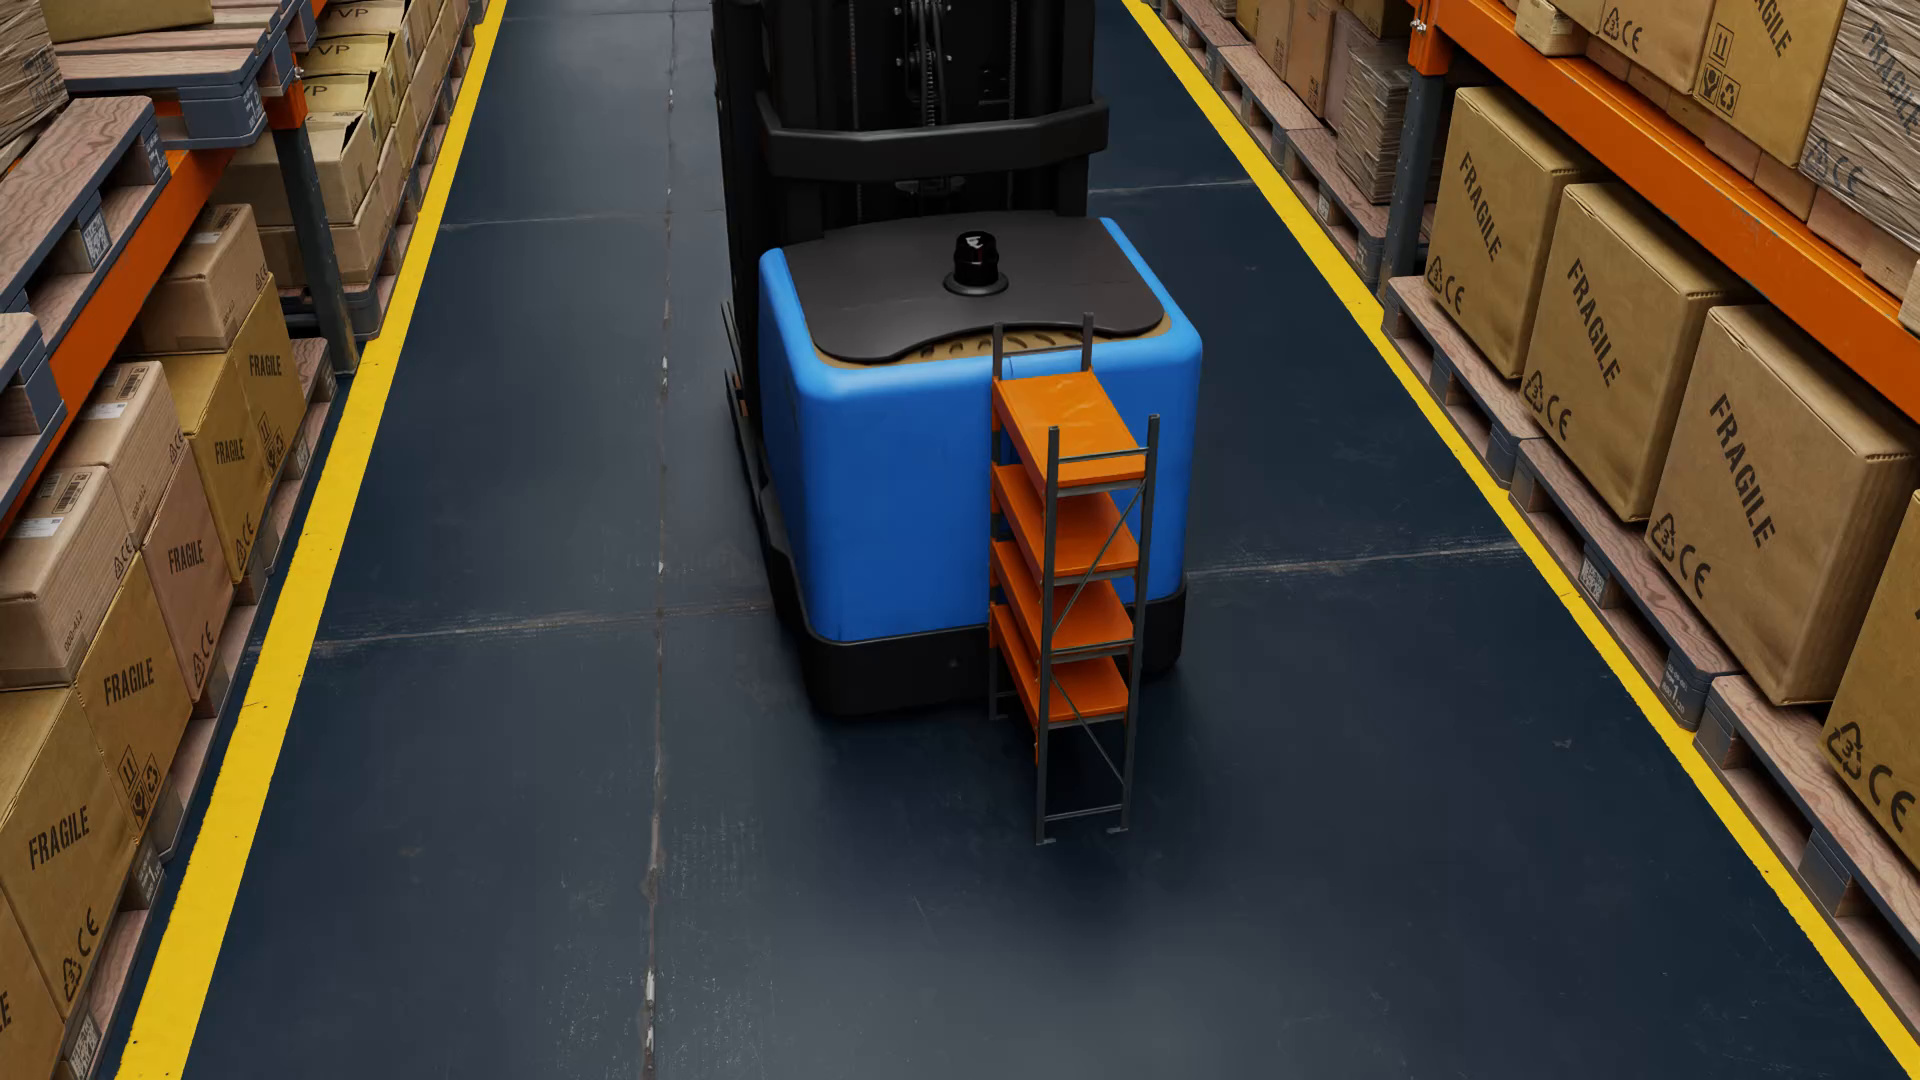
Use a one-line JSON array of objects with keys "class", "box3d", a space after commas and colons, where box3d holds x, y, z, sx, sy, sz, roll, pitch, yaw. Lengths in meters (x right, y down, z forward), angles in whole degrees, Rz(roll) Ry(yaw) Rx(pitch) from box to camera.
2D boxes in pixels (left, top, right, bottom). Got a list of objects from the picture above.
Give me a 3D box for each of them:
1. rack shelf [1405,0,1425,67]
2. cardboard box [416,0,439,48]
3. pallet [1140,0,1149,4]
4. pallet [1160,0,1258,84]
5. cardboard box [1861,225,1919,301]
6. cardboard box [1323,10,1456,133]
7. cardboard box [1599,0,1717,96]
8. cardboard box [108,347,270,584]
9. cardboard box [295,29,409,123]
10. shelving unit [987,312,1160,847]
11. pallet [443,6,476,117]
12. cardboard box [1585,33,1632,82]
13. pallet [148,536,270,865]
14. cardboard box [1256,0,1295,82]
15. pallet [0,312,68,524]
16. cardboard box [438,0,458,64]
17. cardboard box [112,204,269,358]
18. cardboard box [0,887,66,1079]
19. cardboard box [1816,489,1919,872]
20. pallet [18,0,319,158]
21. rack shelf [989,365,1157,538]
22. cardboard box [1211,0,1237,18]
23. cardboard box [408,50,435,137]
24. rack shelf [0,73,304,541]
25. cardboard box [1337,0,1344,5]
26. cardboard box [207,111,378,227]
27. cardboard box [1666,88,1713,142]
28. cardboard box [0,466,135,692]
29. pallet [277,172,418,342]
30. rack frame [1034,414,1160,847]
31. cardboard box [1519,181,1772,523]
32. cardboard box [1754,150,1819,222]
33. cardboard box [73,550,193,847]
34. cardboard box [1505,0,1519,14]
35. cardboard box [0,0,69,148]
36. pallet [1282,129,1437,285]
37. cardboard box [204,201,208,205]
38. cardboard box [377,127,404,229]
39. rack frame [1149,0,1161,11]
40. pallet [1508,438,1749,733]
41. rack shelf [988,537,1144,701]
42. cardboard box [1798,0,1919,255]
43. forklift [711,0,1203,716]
[{"class": "rack shelf", "box3d": [1.903, -3.035, 7.679, 1.077, 0.370, 4.000, -4, 35, -6]}, {"class": "cardboard box", "box3d": [-2.794, -2.567, 7.924, 0.500, 0.311, 0.500, -4, 35, -7]}, {"class": "pallet", "box3d": [1.509, -3.668, 10.445, 1.003, 0.211, 1.213, -4, 35, -6]}, {"class": "pallet", "box3d": [1.741, -2.862, 9.262, 1.003, 0.211, 1.213, -4, 35, -6]}, {"class": "cardboard box", "box3d": [2.276, -0.627, 3.712, 0.380, 0.149, 0.250, -4, 35, -6]}, {"class": "cardboard box", "box3d": [2.070, -2.059, 7.437, 0.700, 0.500, 0.500, -4, 35, -6]}, {"class": "cardboard box", "box3d": [2.111, -1.528, 4.458, 0.500, 0.500, 0.500, -5, 35, -7]}, {"class": "cardboard box", "box3d": [-2.308, -0.195, 4.701, 0.500, 0.500, 0.500, -6, 35, -8]}, {"class": "cardboard box", "box3d": [-2.661, -2.000, 7.091, 0.500, 0.311, 0.500, -5, 35, -8]}, {"class": "shelving unit", "box3d": [0.249, 0.114, 4.018, 0.258, 1.200, 0.503, -7, 35, -11]}, {"class": "pallet", "box3d": [-3.136, -2.511, 8.746, 1.003, 0.211, 1.213, -4, 35, -6]}, {"class": "cardboard box", "box3d": [2.120, -1.492, 4.982, 0.380, 0.149, 0.250, -5, 35, -7]}, {"class": "pallet", "box3d": [-2.512, 0.412, 4.458, 1.003, 0.211, 1.213, -4, 35, -6]}, {"class": "cardboard box", "box3d": [1.898, -2.615, 8.253, 0.700, 0.500, 0.500, -4, 34, -6]}, {"class": "pallet", "box3d": [-2.197, 0.018, 2.730, 1.003, 0.211, 1.213, -4, 35, -6]}, {"class": "cardboard box", "box3d": [-2.865, -2.616, 8.494, 0.500, 0.250, 0.500, -5, 35, -7]}, {"class": "cardboard box", "box3d": [-2.366, -0.762, 4.868, 0.500, 0.250, 0.500, -3, 34, -5]}, {"class": "cardboard box", "box3d": [-2.022, 0.956, 3.013, 0.500, 0.500, 0.500, -6, 35, -9]}, {"class": "cardboard box", "box3d": [2.494, 0.378, 3.568, 0.750, 0.750, 0.750, -4, 34, -6]}, {"class": "pallet", "box3d": [-2.575, -1.387, 4.792, 1.213, 0.211, 1.003, -4, 35, -6]}, {"class": "rack shelf", "box3d": [0.249, -0.211, 3.796, 0.258, 0.148, 0.480, -7, 35, -11]}, {"class": "cardboard box", "box3d": [1.750, -3.188, 9.093, 0.700, 0.500, 0.500, -3, 34, -5]}, {"class": "cardboard box", "box3d": [-2.728, -2.047, 7.659, 0.500, 0.250, 0.500, -4, 34, -5]}, {"class": "rack shelf", "box3d": [-2.467, -0.426, 3.850, 1.077, 0.370, 4.000, -4, 35, -6]}, {"class": "cardboard box", "box3d": [1.935, -2.682, 7.685, 0.500, 0.250, 0.500, -5, 35, -7]}, {"class": "cardboard box", "box3d": [-2.515, -1.422, 6.244, 0.500, 0.311, 0.500, -3, 34, -5]}, {"class": "cardboard box", "box3d": [2.188, -1.203, 4.558, 0.380, 0.149, 0.250, -4, 34, -6]}, {"class": "cardboard box", "box3d": [-2.156, 0.088, 3.620, 0.500, 0.250, 0.500, -4, 35, -6]}, {"class": "pallet", "box3d": [-2.808, -1.149, 6.748, 1.003, 0.211, 1.213, -4, 35, -6]}, {"class": "rack frame", "box3d": [0.303, 0.248, 3.821, 0.240, 1.200, 0.015, -7, 35, -11]}, {"class": "cardboard box", "box3d": [2.253, -0.592, 4.991, 0.750, 0.750, 0.750, -5, 35, -7]}, {"class": "cardboard box", "box3d": [2.232, -0.917, 4.137, 0.380, 0.149, 0.250, -3, 34, -5]}, {"class": "cardboard box", "box3d": [-2.164, 0.380, 3.858, 0.500, 0.500, 0.500, -4, 34, -6]}, {"class": "cardboard box", "box3d": [2.012, -1.778, 5.401, 0.380, 0.149, 0.250, -4, 34, -6]}, {"class": "cardboard box", "box3d": [-2.606, -1.186, 3.865, 0.700, 0.500, 0.500, 2, 34, 3]}, {"class": "pallet", "box3d": [2.069, -1.500, 7.264, 1.003, 0.211, 1.213, -4, 35, -6]}, {"class": "cardboard box", "box3d": [-3.050, -1.382, 6.184, 0.500, 0.311, 0.500, -3, 34, -5]}, {"class": "cardboard box", "box3d": [-2.584, -1.471, 6.814, 0.500, 0.250, 0.500, -5, 35, -8]}, {"class": "rack frame", "box3d": [1.634, -4.448, 9.114, 1.000, 3.000, 0.127, -4, 35, -6]}, {"class": "pallet", "box3d": [2.364, 0.061, 4.973, 1.003, 0.211, 1.213, -4, 35, -6]}, {"class": "rack shelf", "box3d": [0.249, 0.169, 4.056, 0.258, 0.148, 0.480, -7, 35, -11]}, {"class": "cardboard box", "box3d": [2.261, -0.960, 3.624, 0.500, 0.500, 0.500, -4, 35, -6]}, {"class": "forklift", "box3d": [-0.207, -1.568, 4.948, 1.130, 2.935, 3.031, -7, 35, -11]}]
